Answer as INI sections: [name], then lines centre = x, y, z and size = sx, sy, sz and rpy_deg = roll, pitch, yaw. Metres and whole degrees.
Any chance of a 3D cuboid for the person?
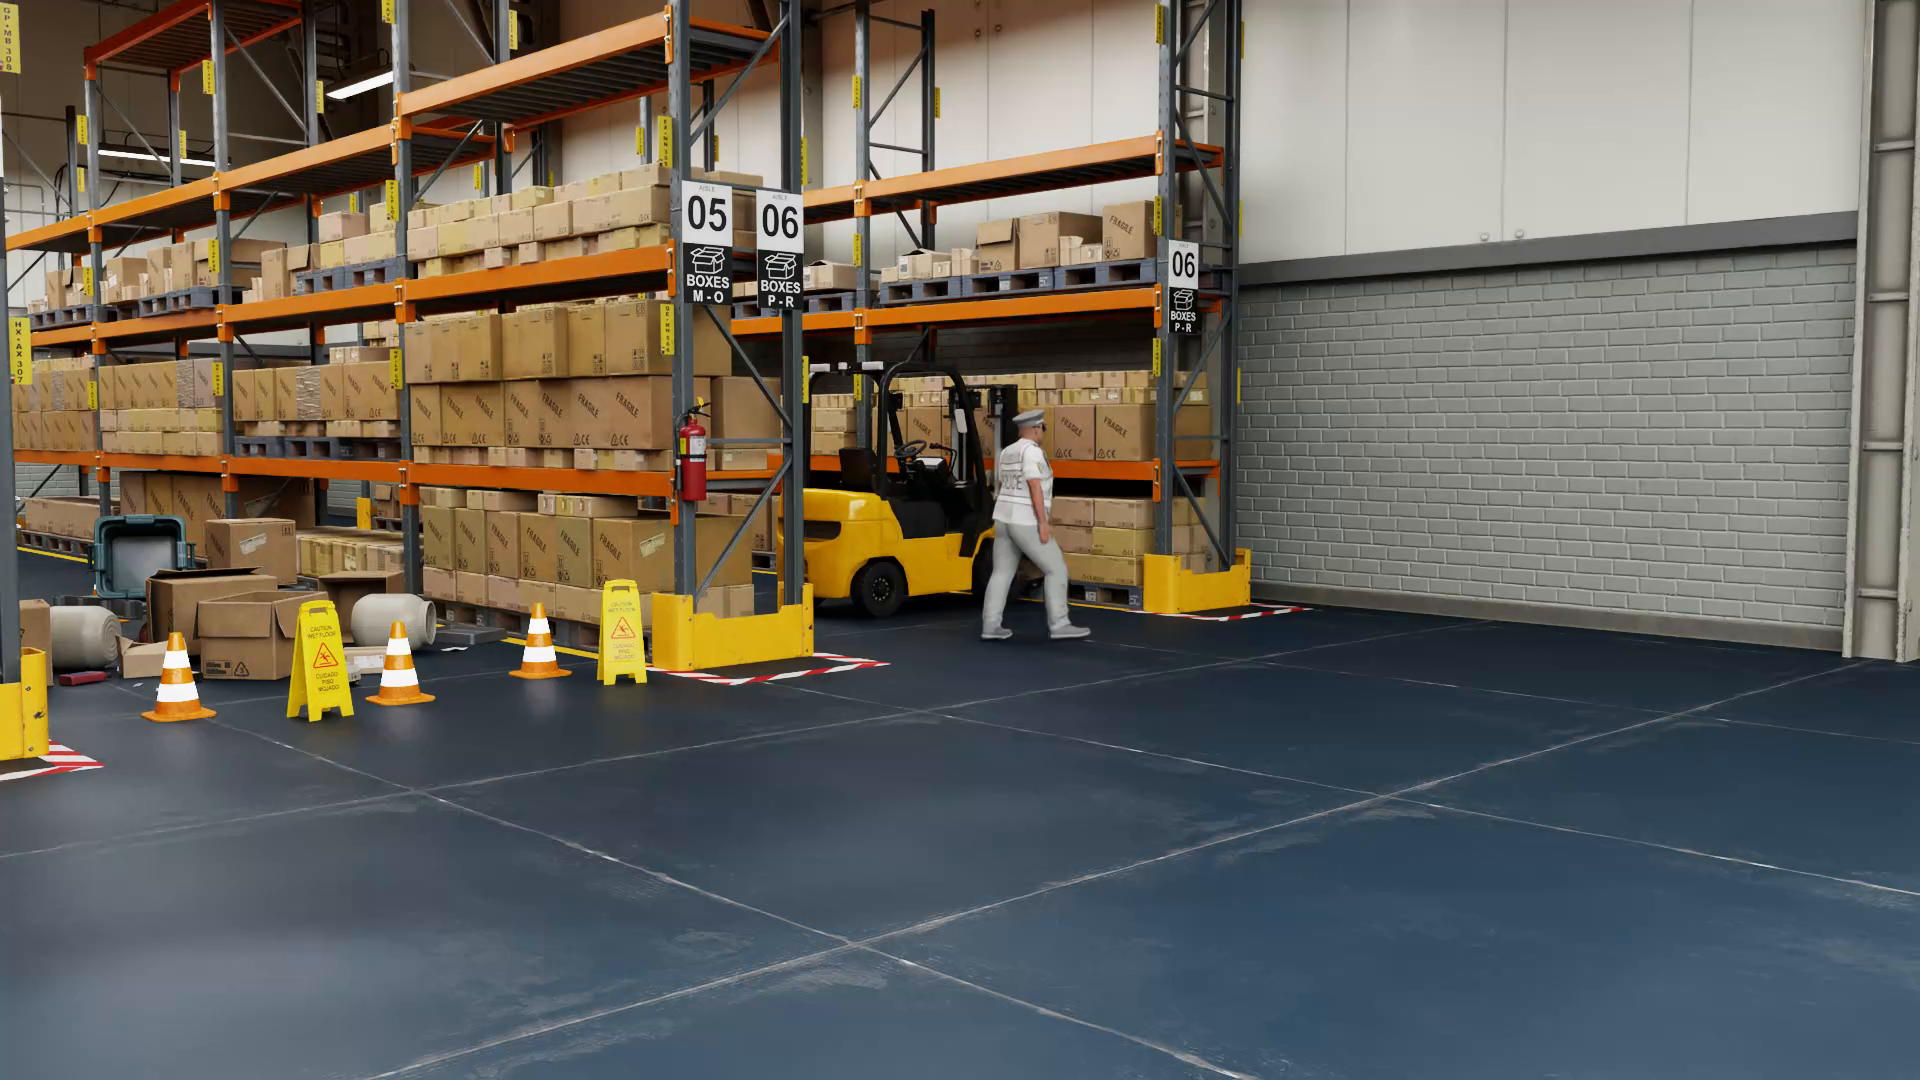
[person]
centre = 0.524, -0.121, 12.540
size = 0.735, 1.736, 0.667
rpy_deg = -3, 5, -34
